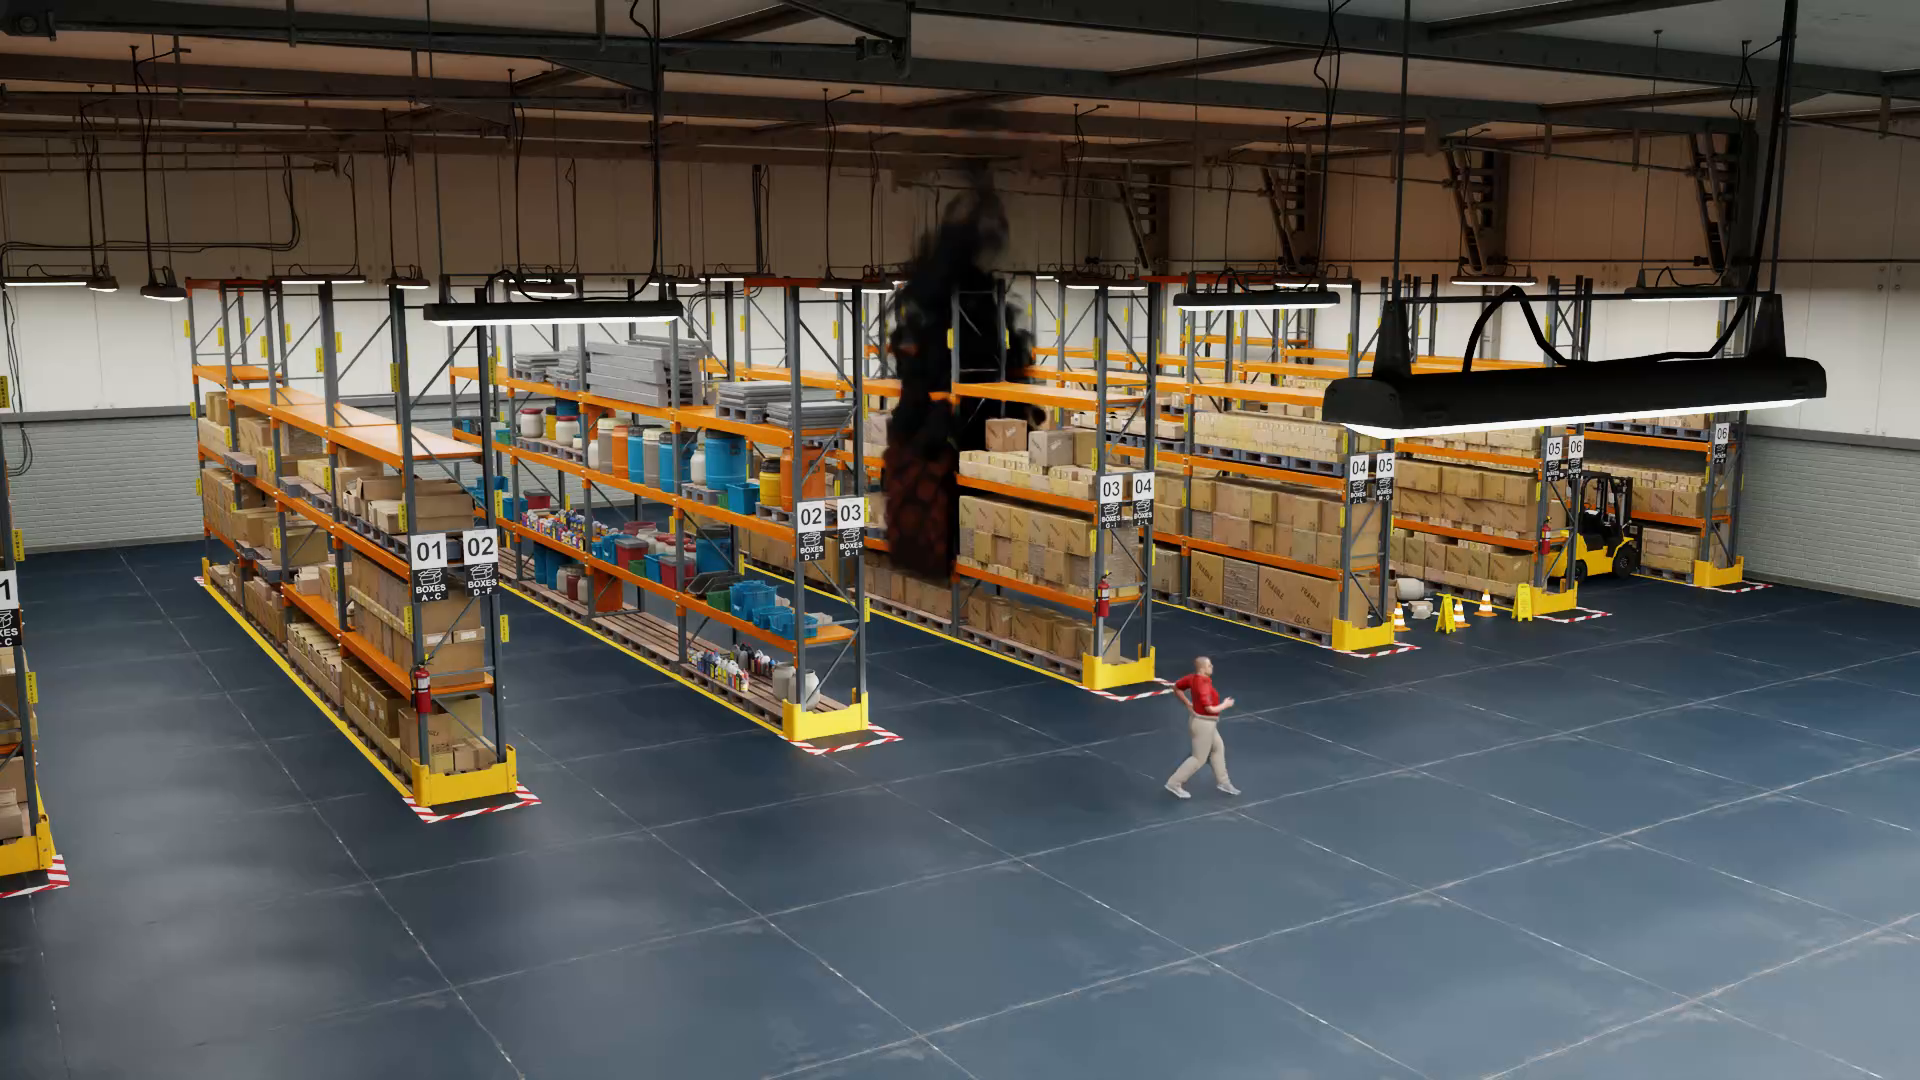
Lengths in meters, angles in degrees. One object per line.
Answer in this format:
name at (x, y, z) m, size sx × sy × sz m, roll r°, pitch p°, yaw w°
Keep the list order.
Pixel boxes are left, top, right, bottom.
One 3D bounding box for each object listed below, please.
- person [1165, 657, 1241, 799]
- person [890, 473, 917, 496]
person at (2.891, 2.218, 19.644) m, size 0.977 × 1.740 × 0.669 m, roll -1°, pitch 10°, yaw -5°
person at (-1.141, -0.482, 33.981) m, size 0.720 × 1.771 × 0.846 m, roll -6°, pitch 11°, yaw -33°
